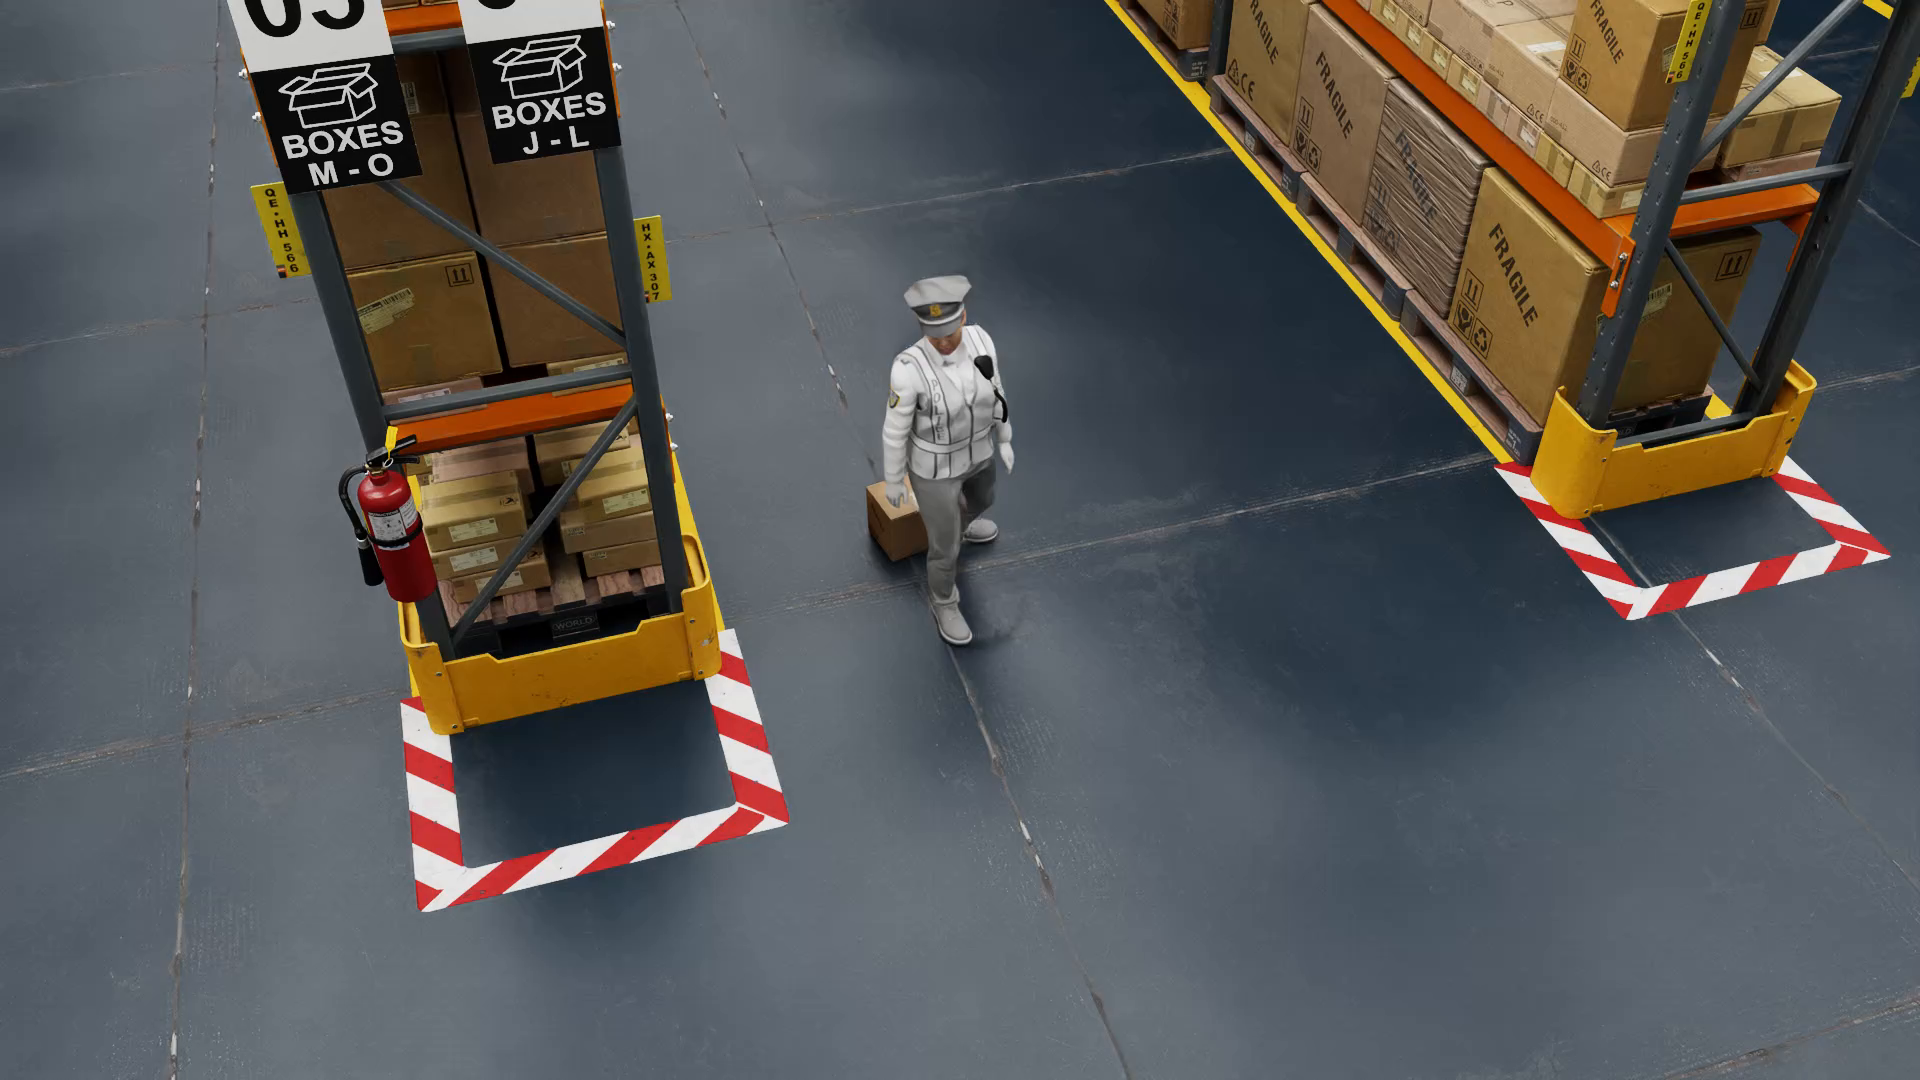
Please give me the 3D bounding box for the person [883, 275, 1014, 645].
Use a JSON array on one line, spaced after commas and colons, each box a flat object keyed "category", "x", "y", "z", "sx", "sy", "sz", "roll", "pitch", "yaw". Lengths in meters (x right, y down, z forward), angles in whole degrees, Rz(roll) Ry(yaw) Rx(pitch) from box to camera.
[{"category": "person", "x": -0.011, "y": -0.392, "z": 6.583, "sx": 0.727, "sy": 1.654, "sz": 0.547, "roll": -32, "pitch": 51, "yaw": -30}]
